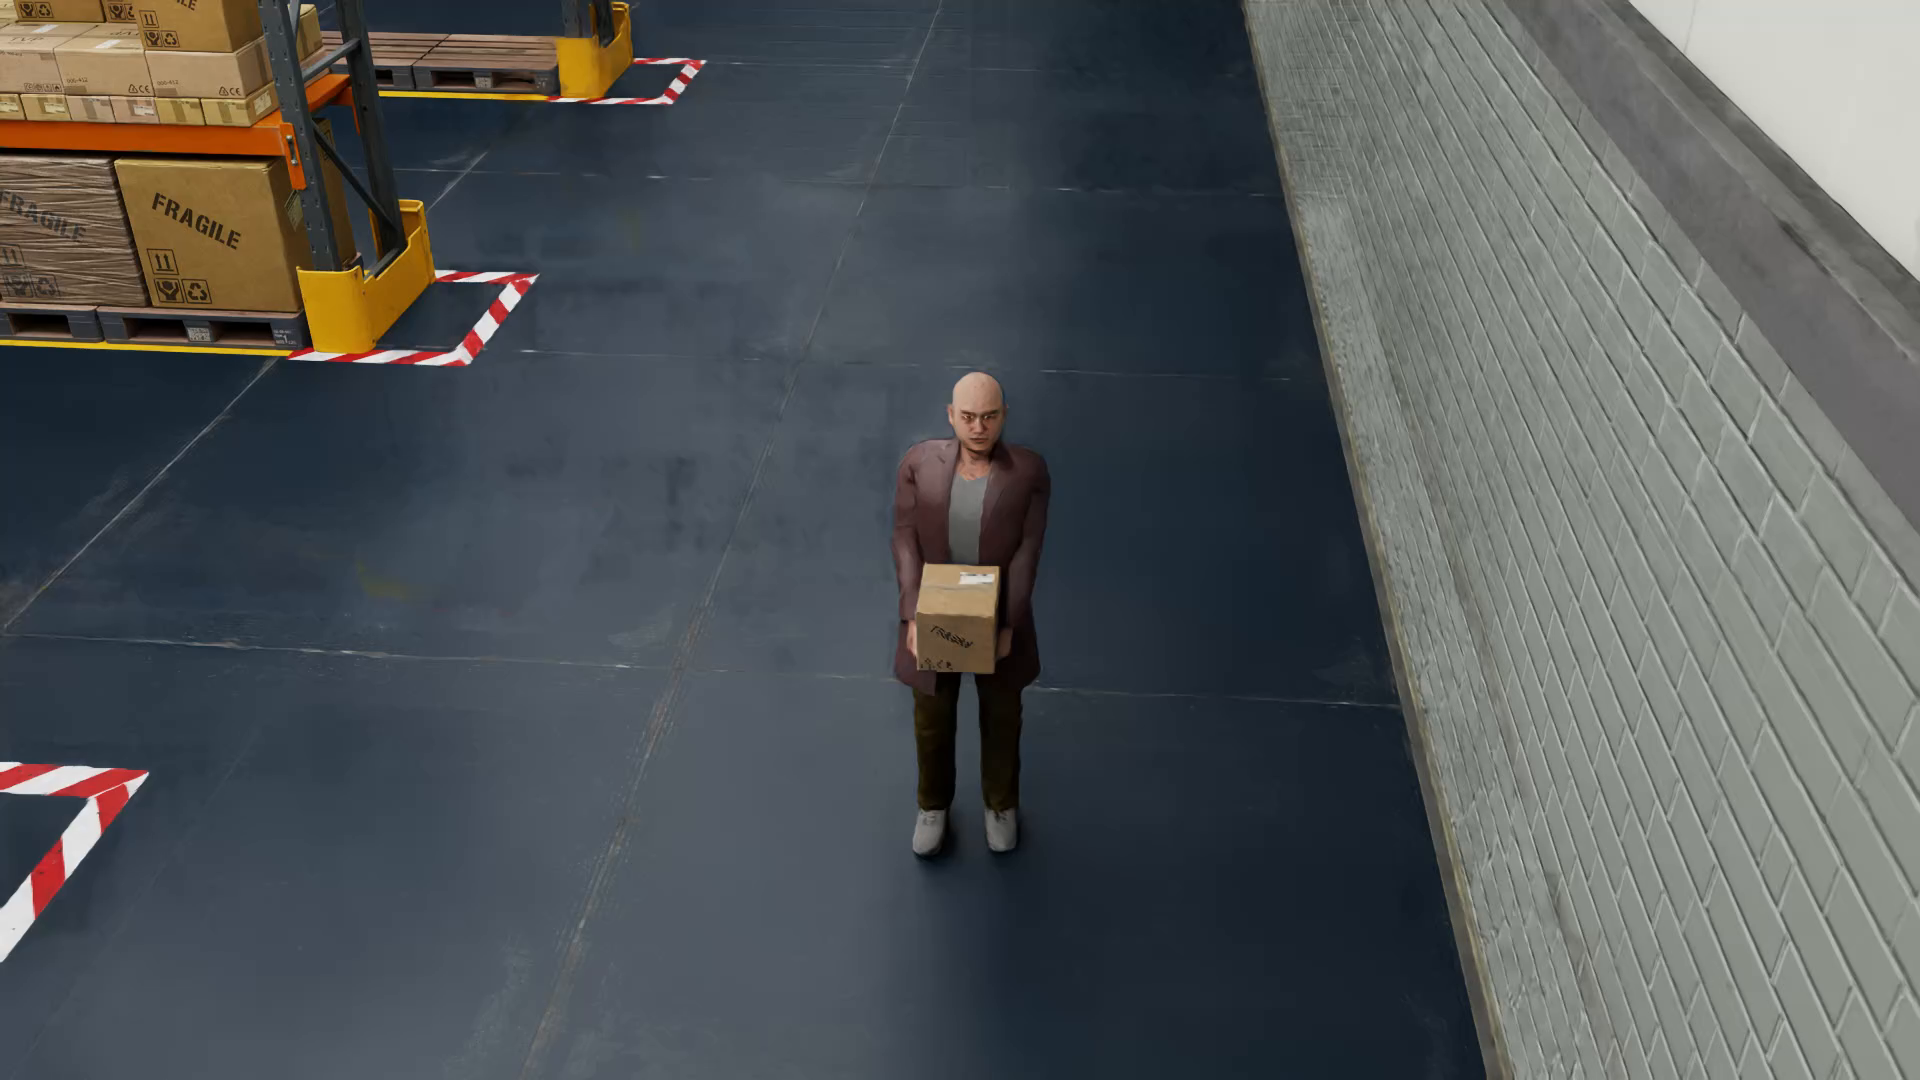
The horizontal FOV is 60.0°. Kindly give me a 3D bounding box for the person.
[{"bbox_3d":[0.023,0.311,5.638,0.542,1.779,0.541,2,32,4],"label":"person"}]
